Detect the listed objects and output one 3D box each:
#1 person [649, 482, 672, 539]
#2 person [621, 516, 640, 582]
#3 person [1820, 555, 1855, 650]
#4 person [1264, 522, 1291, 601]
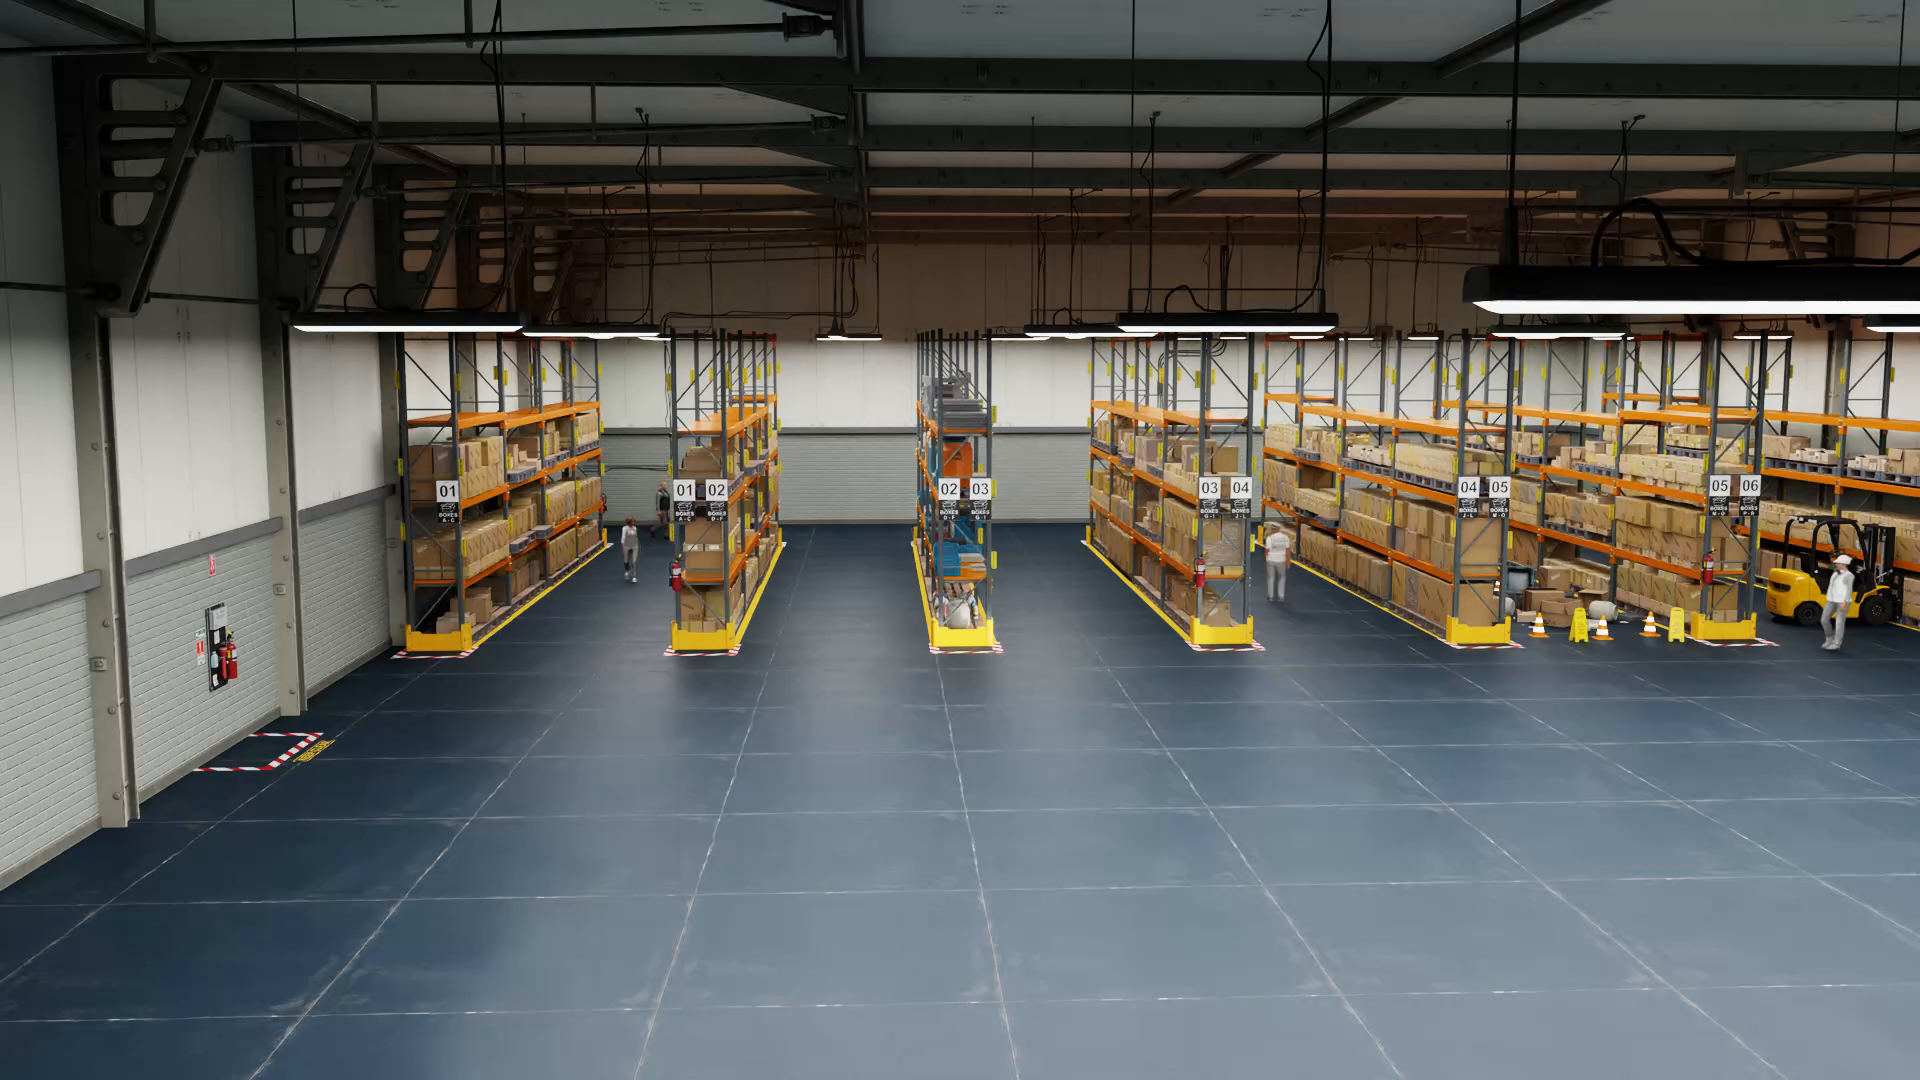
[{"bbox_3d":[-8.737,-0.865,48.734,0.676,1.698,0.570,1,7,11],"label":"person"},{"bbox_3d":[-7.919,0.213,39.999,0.449,1.594,0.479,-1,7,-9],"label":"person"},{"bbox_3d":[16.513,1.186,31.271,0.493,1.811,0.550,-3,8,-27],"label":"person"},{"bbox_3d":[7.058,0.527,37.016,0.587,1.848,0.568,3,7,24],"label":"person"}]
